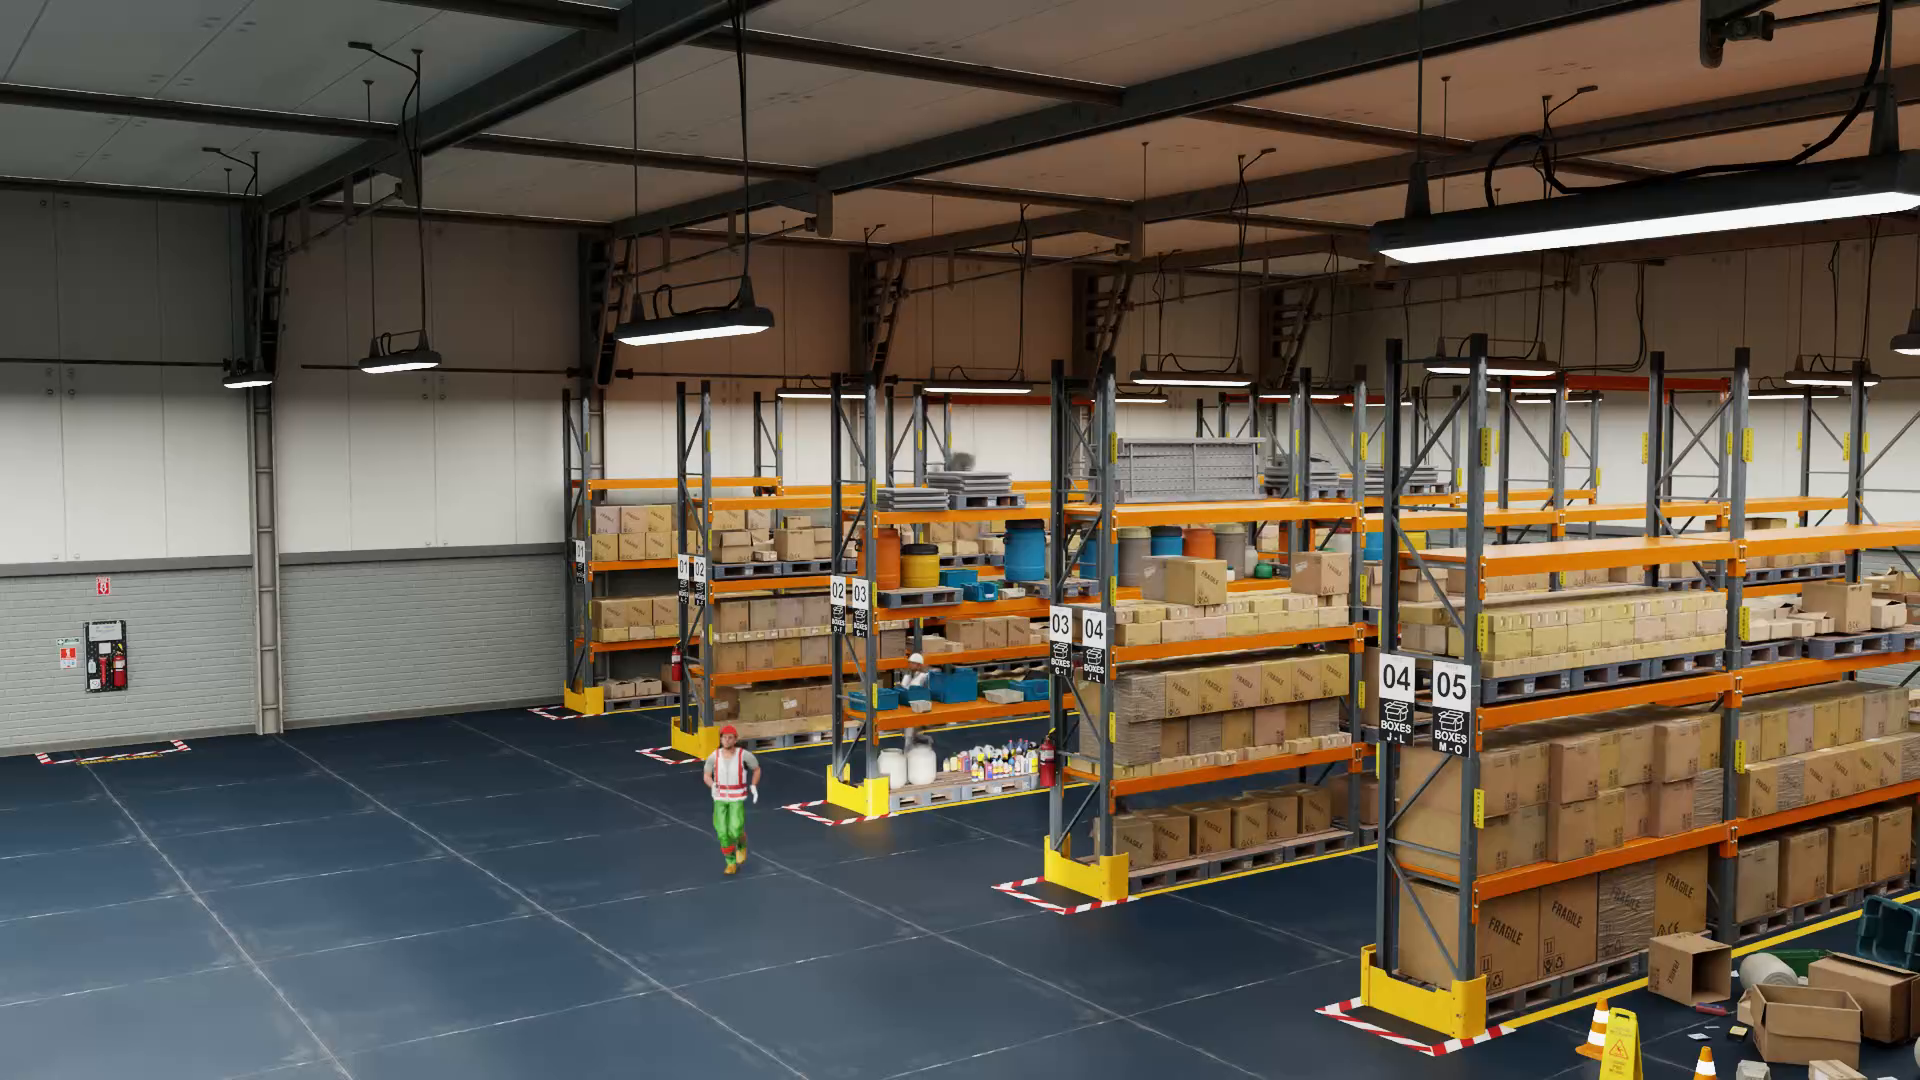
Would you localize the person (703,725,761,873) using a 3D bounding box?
[{"bbox_3d":[-2.693,3.041,19.421,0.649,1.743,0.578,0,4,4],"label":"person"}]

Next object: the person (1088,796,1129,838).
[{"bbox_3d":[1.912,2.937,21.540,0.577,1.675,0.906,4,5,45],"label":"person"}]

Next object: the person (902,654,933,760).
[{"bbox_3d":[-0.694,2.630,25.680,0.663,1.752,0.926,3,5,43],"label":"person"}]
